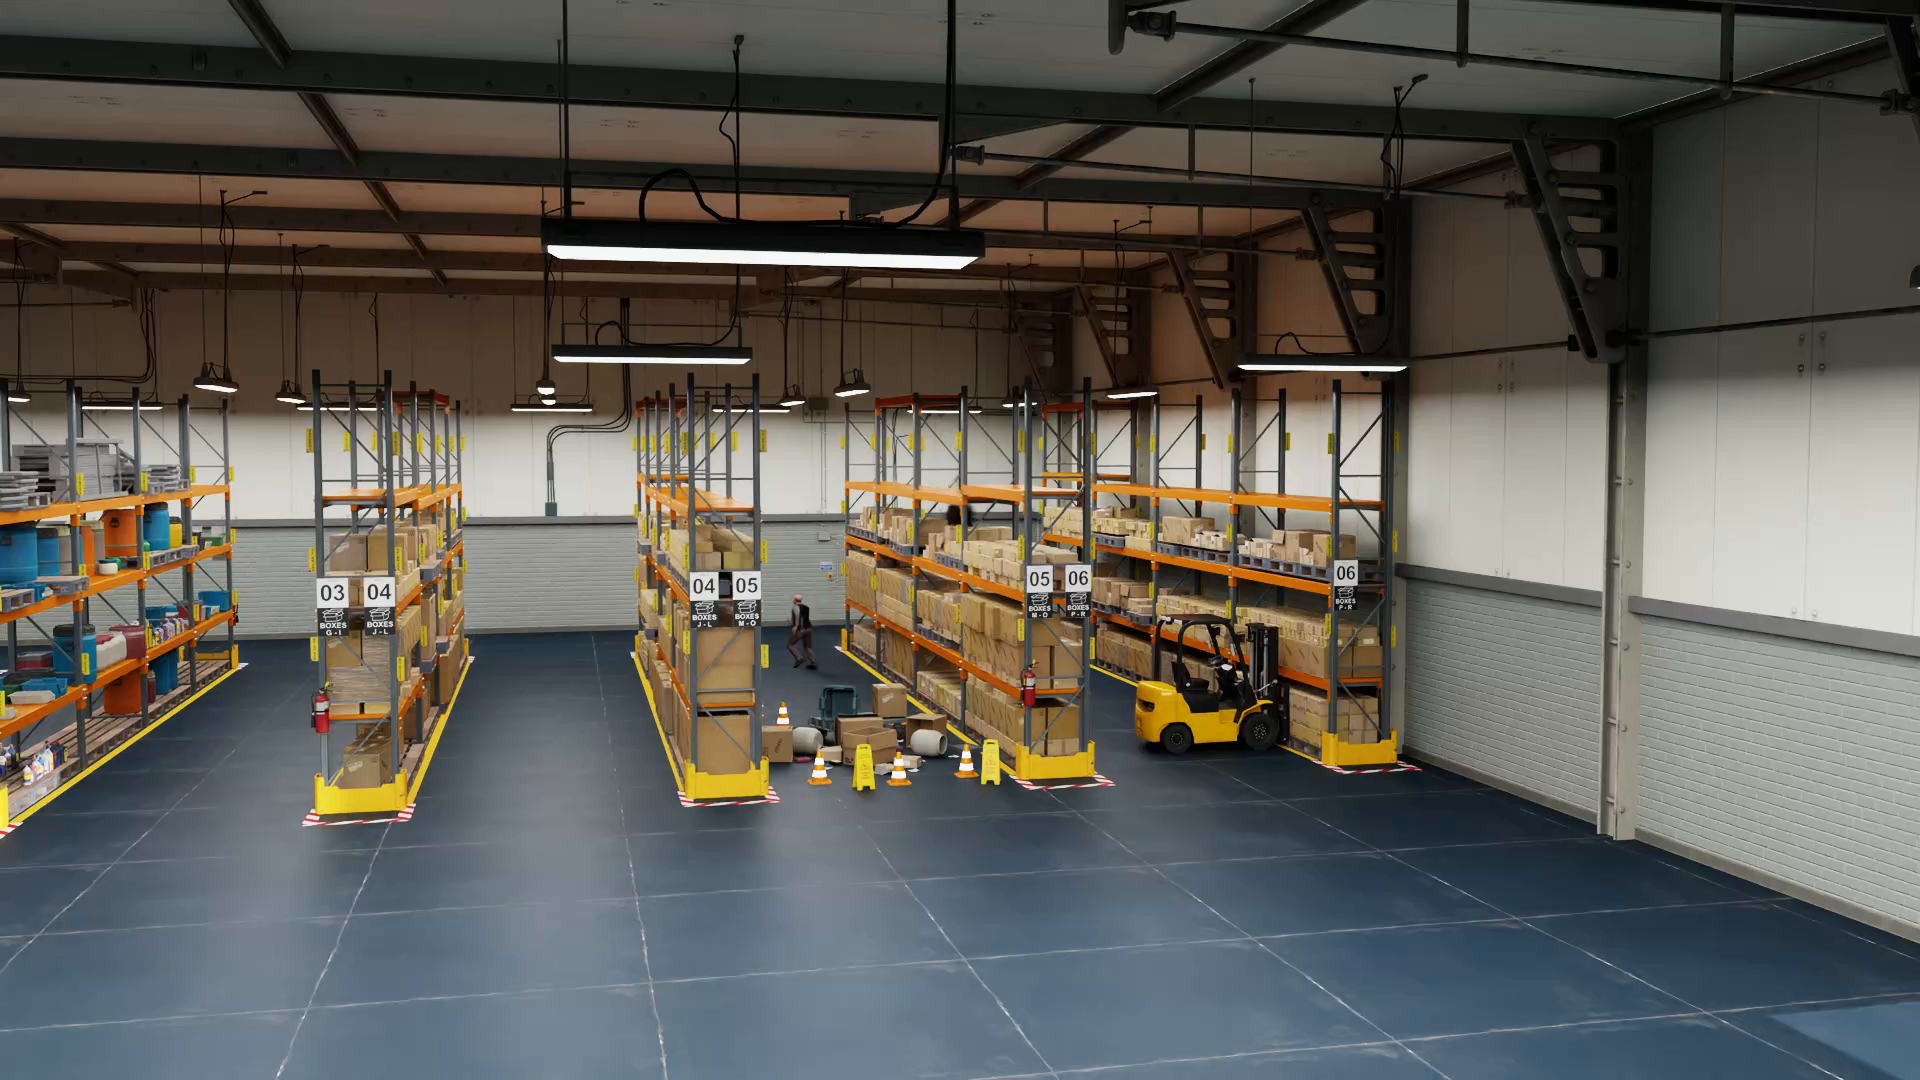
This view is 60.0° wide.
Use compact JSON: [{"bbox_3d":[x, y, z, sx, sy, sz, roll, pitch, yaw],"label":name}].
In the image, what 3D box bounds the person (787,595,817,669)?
[{"bbox_3d":[-3.548,2.039,37.051,0.934,1.629,0.655,3,4,42],"label":"person"}]
